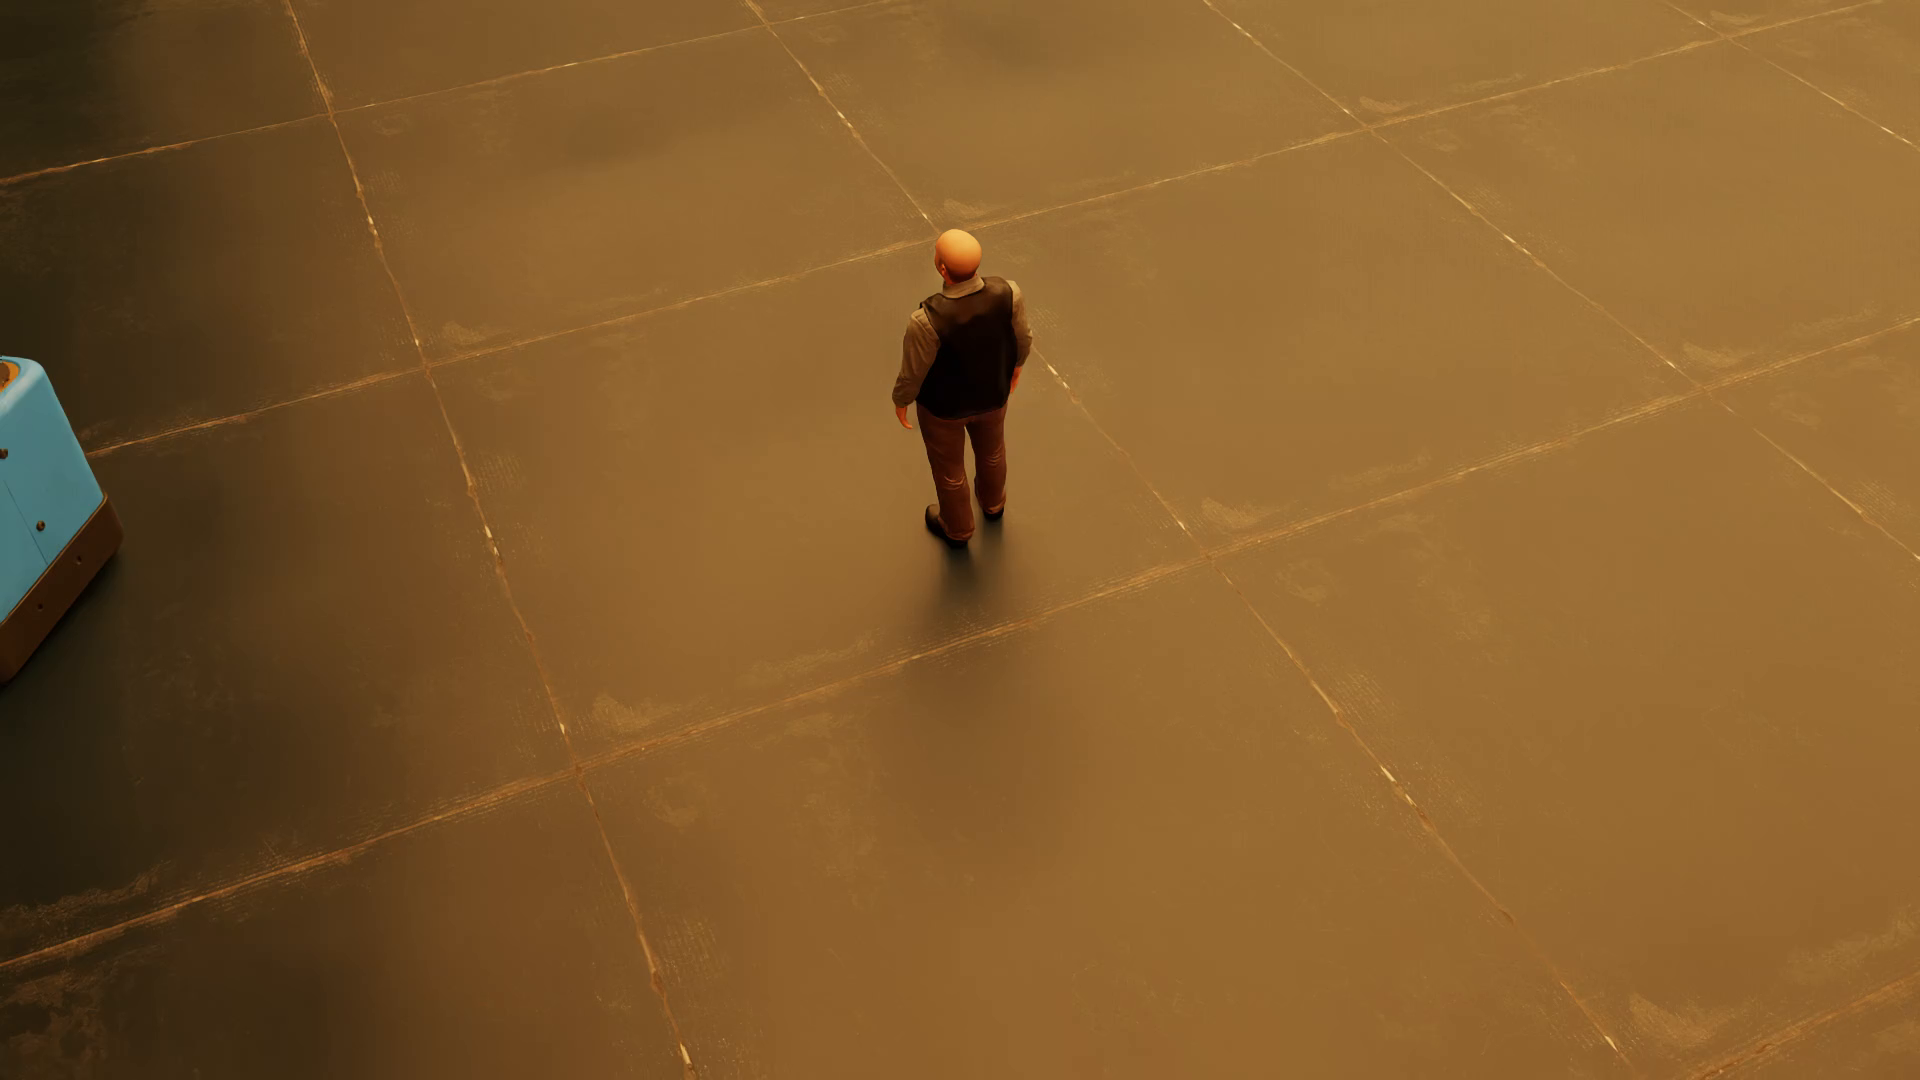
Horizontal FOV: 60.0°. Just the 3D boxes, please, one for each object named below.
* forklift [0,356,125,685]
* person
[{"bbox_3d":[-5.452,-0.908,6.654,3.031,2.935,1.130,7,43,7],"label":"forklift"},{"bbox_3d":[-0.018,-0.675,7.280,0.632,1.720,0.568,-18,46,-18],"label":"person"}]
